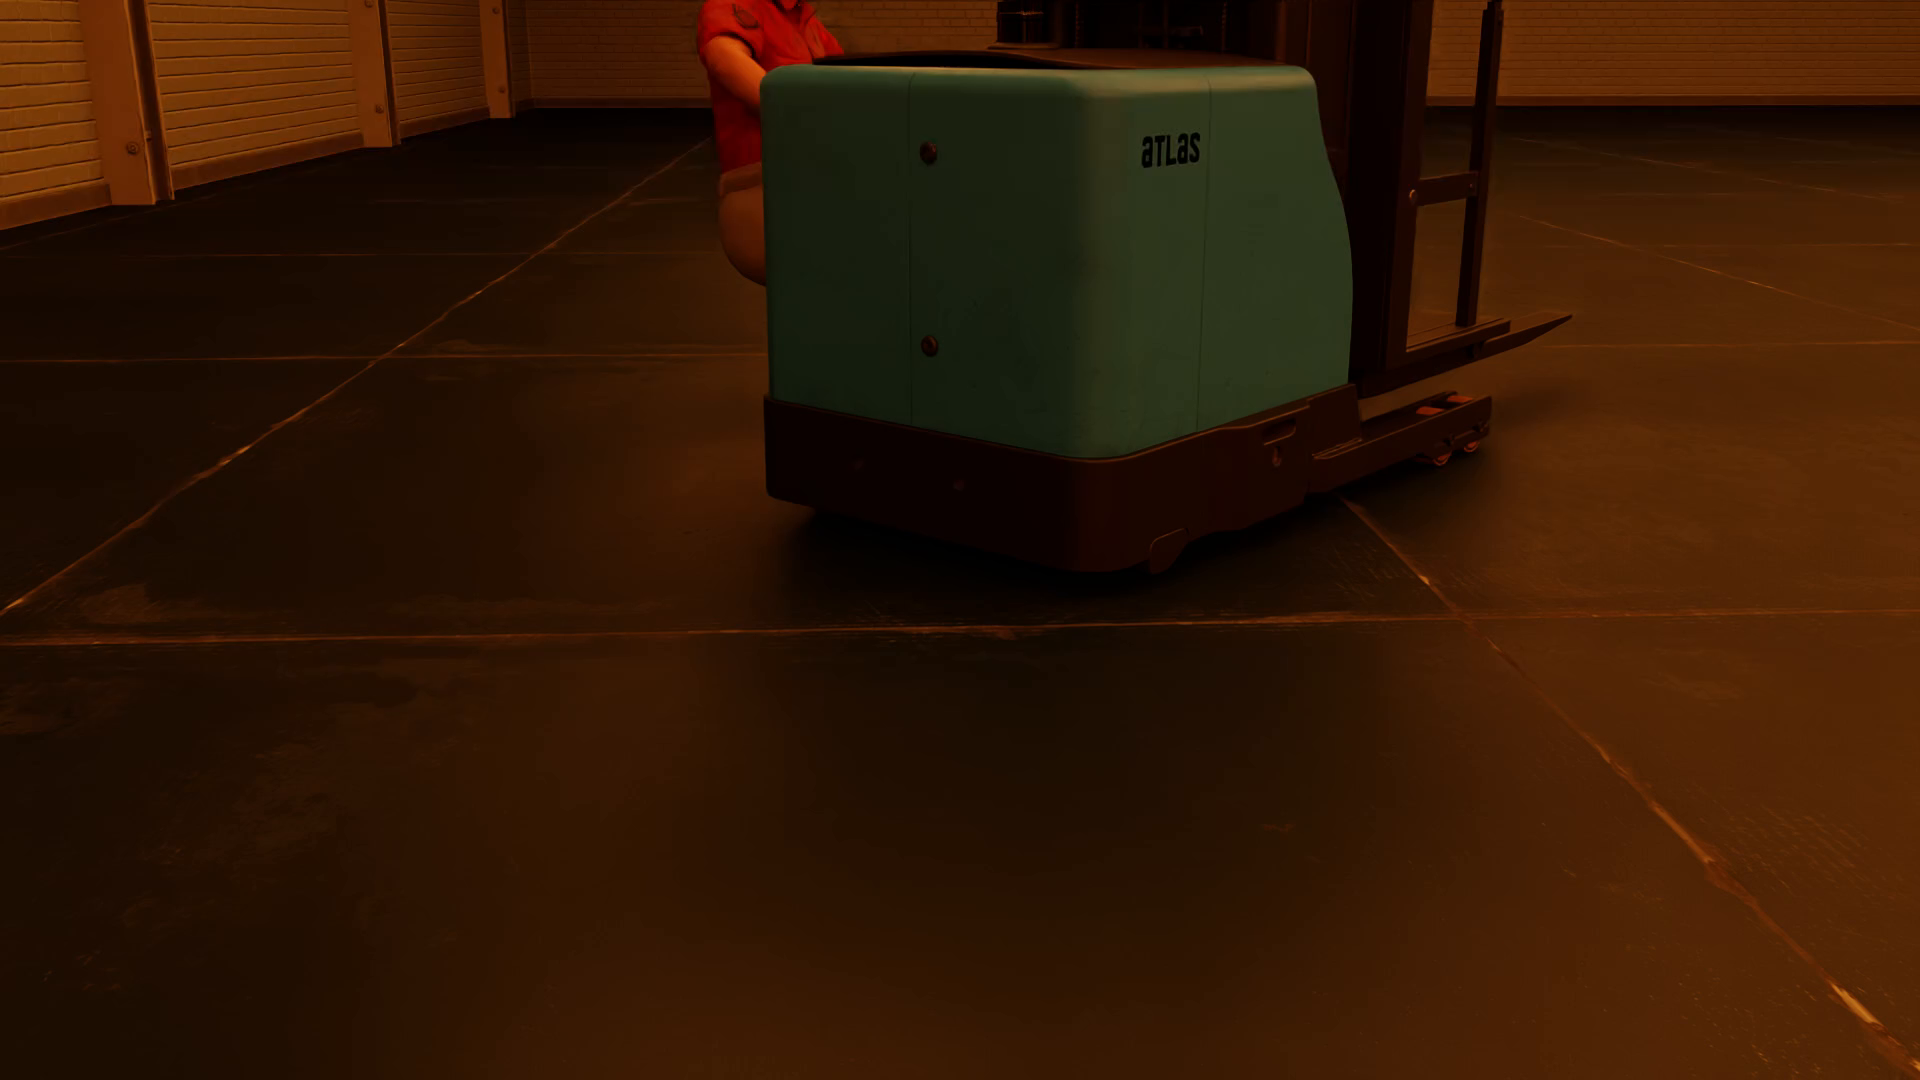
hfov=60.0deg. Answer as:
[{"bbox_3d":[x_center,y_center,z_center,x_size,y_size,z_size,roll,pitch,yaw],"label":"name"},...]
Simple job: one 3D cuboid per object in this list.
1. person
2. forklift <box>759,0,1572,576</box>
[{"bbox_3d":[-0.217,-0.895,4.315,0.846,1.491,0.881,1,17,5],"label":"person"},{"bbox_3d":[0.863,-1.689,4.427,1.130,2.935,3.031,14,22,38],"label":"forklift"}]
